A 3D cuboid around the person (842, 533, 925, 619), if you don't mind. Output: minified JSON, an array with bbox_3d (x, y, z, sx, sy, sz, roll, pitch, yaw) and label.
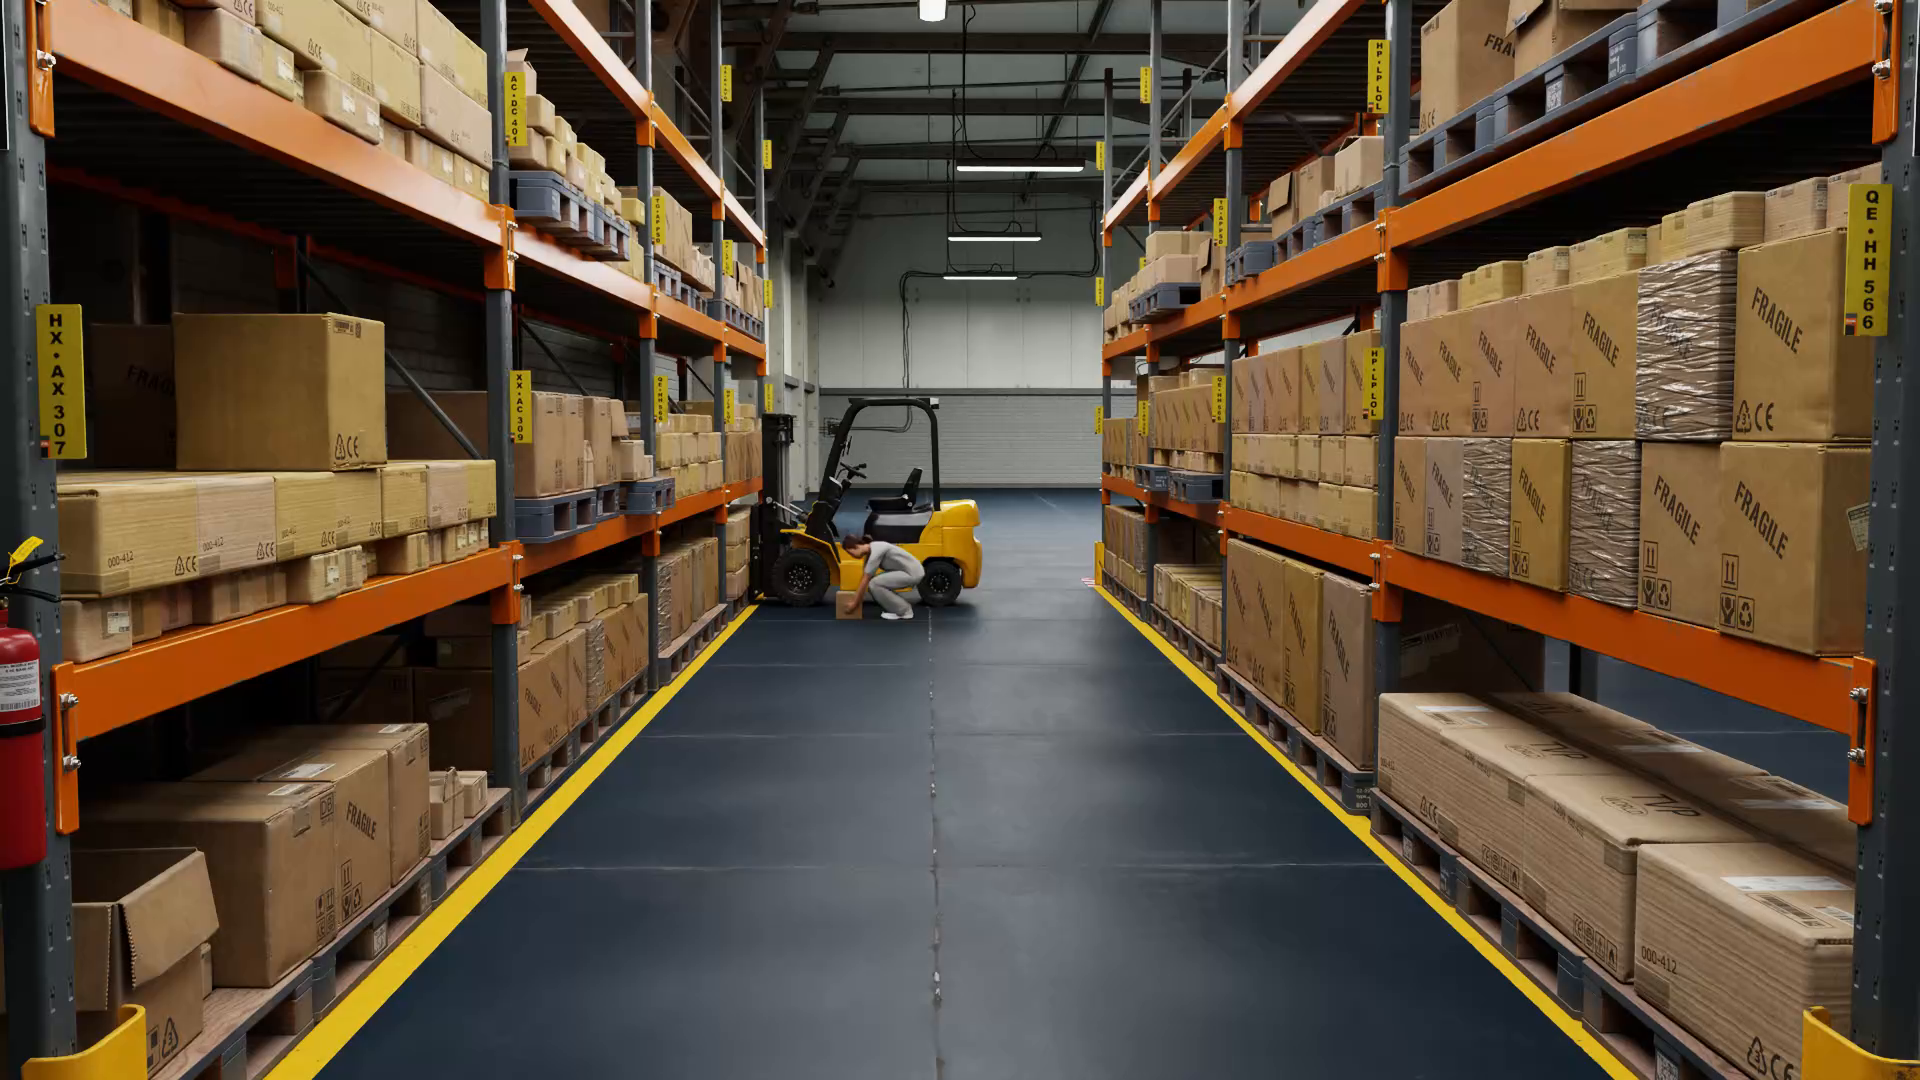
[{"bbox_3d":[-0.740,0.345,16.139,0.801,0.834,0.481,0,4,-1],"label":"person"}]
